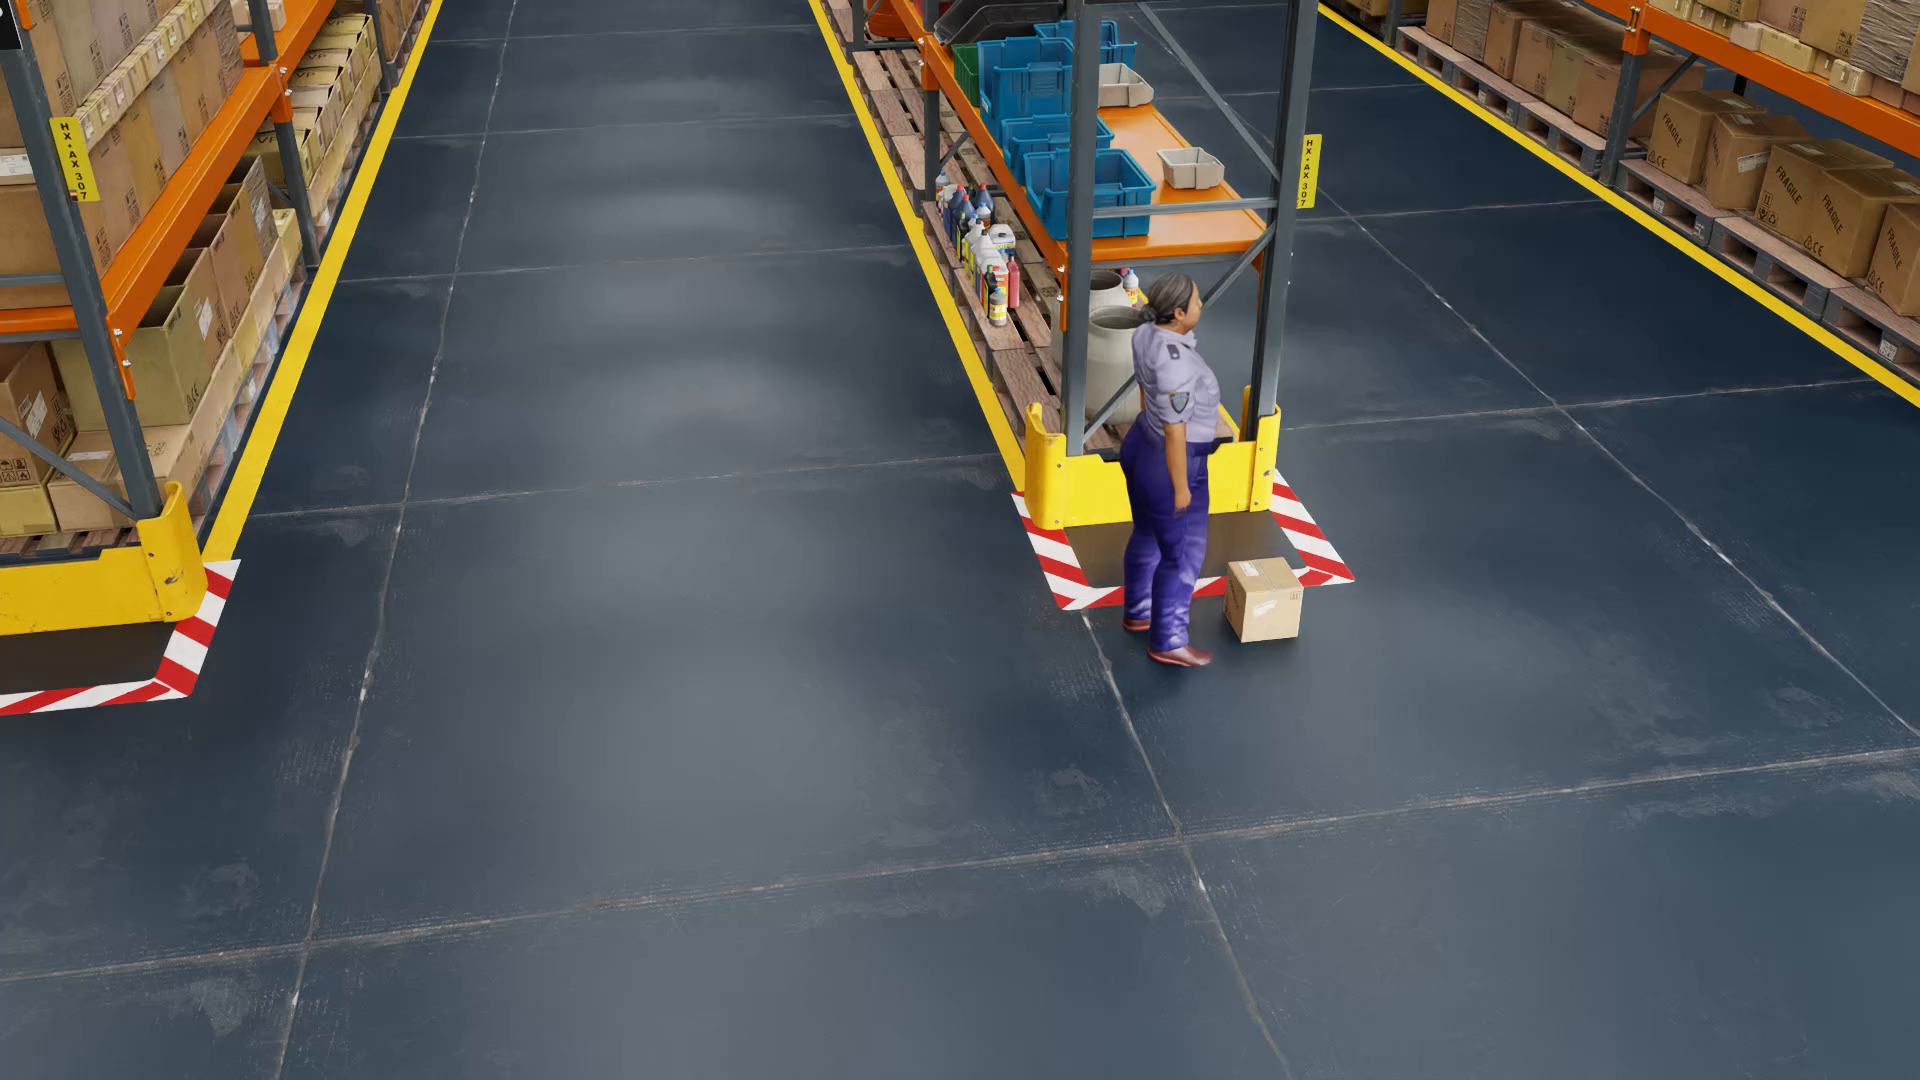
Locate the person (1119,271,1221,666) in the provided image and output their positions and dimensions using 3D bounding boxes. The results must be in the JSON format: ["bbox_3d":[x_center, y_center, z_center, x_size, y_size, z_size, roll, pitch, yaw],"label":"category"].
[{"bbox_3d":[0.845,-0.282,6.646,0.379,1.686,0.478,-6,31,-10],"label":"person"}]
